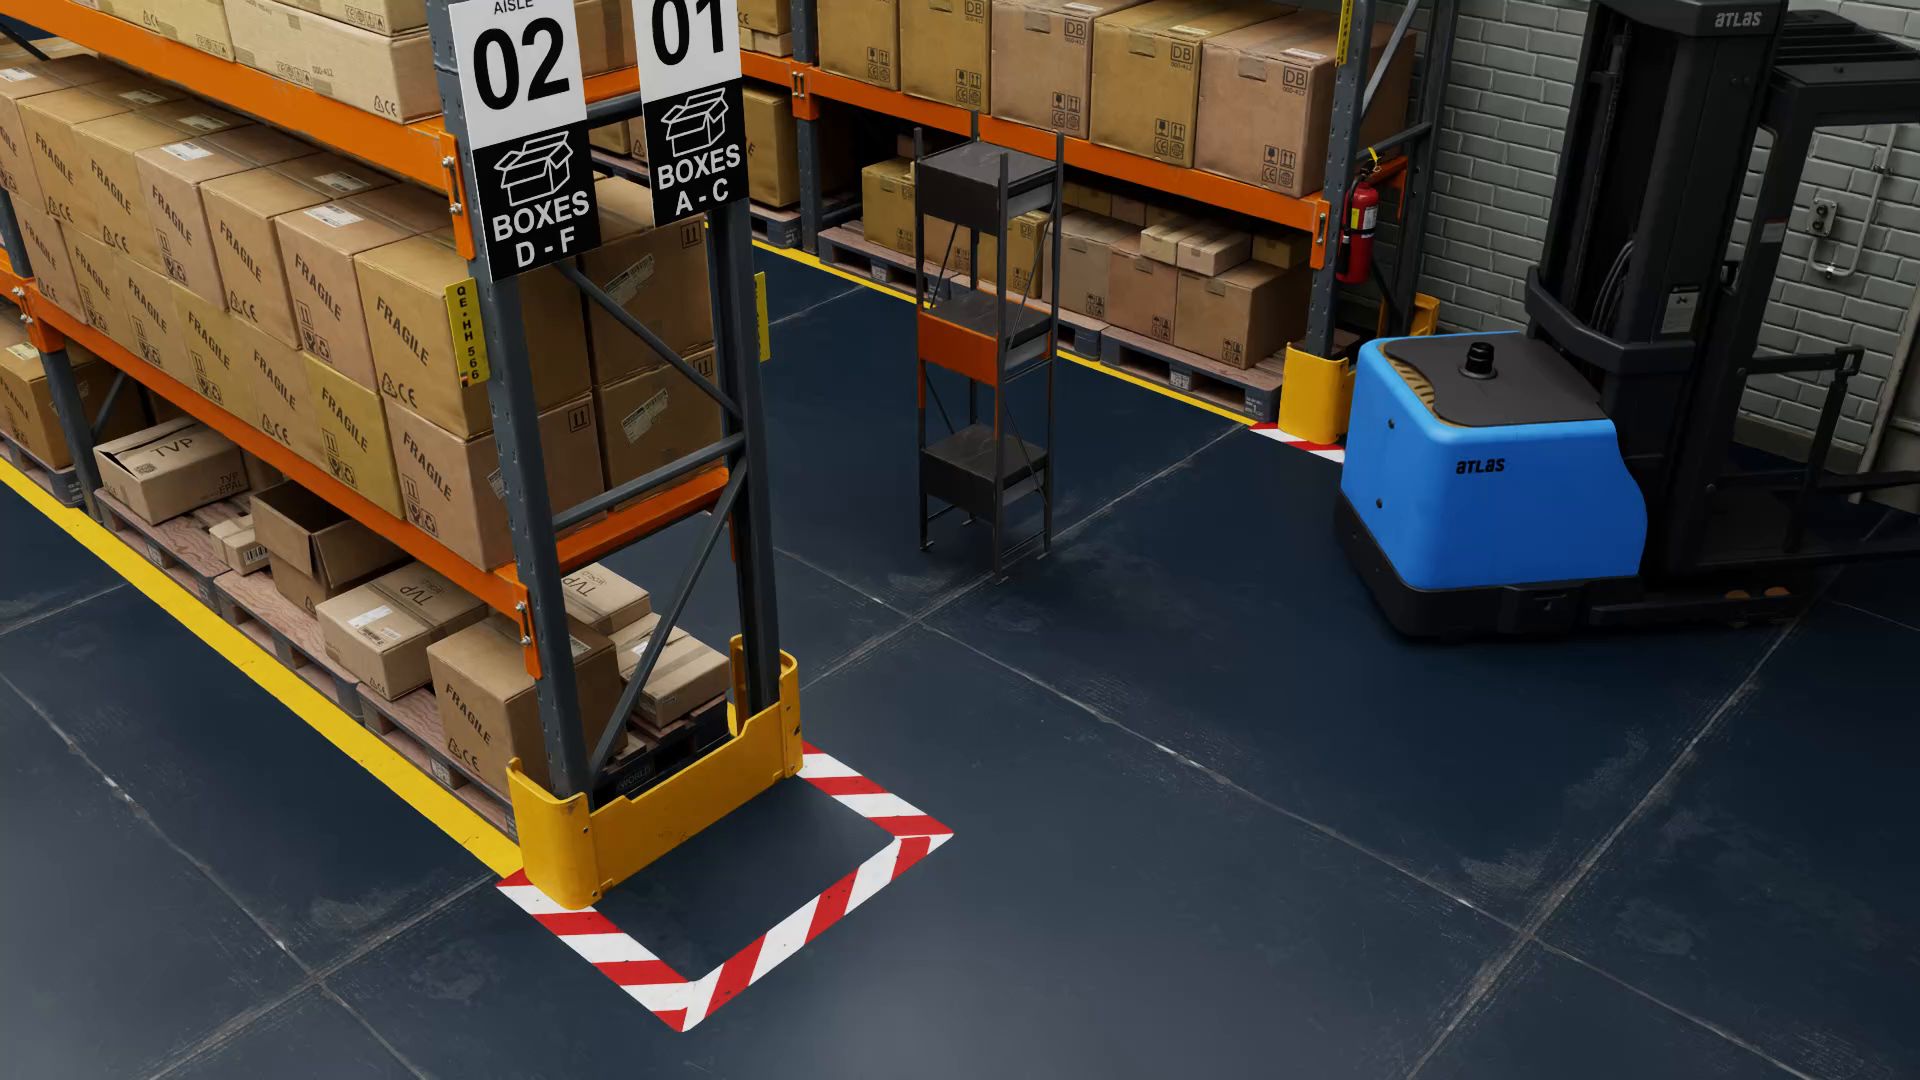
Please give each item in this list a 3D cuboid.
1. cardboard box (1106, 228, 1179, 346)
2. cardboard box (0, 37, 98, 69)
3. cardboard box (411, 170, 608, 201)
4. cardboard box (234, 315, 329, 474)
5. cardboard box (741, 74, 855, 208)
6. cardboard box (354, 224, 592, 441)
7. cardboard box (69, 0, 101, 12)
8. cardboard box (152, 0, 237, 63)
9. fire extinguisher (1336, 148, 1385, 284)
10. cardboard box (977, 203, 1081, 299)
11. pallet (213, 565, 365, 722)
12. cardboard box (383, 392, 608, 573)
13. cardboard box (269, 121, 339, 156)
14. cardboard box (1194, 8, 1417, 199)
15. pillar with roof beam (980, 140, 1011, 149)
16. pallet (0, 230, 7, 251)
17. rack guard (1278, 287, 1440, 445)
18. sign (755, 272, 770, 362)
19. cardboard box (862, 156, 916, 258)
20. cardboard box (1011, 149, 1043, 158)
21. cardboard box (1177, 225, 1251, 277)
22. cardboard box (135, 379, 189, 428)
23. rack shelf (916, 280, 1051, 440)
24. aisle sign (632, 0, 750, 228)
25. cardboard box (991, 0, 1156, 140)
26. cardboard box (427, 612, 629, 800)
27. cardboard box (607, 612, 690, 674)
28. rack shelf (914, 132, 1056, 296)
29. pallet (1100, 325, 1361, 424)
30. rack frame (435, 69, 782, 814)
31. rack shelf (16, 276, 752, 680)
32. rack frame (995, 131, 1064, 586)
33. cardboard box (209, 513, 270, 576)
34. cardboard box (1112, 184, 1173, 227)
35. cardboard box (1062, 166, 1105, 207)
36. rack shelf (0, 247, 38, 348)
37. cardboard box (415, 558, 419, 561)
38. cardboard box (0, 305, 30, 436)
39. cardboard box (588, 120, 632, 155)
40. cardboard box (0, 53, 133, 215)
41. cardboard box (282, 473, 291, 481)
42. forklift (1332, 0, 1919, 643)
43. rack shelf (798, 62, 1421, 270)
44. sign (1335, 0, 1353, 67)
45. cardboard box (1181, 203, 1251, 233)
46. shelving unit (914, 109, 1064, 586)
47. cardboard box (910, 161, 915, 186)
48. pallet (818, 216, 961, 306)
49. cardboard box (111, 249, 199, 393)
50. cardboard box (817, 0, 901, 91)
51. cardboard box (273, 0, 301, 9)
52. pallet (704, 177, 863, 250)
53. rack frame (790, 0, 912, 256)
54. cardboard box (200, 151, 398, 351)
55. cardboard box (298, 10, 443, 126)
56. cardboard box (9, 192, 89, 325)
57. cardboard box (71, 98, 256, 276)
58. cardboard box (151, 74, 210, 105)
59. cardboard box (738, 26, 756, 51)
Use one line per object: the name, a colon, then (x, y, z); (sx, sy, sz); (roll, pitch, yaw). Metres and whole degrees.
cardboard box: (1.293, -1.568, 9.962); (0.500, 0.500, 0.700); (25, 39, 35)
cardboard box: (-4.790, -2.256, 8.586); (0.700, 0.500, 0.500); (-22, 38, -32)
cardboard box: (-1.616, -1.090, 6.085); (0.500, 0.500, 0.500); (25, 39, 36)
cardboard box: (-2.339, -0.633, 6.296); (0.500, 0.500, 0.500); (25, 39, 35)
cardboard box: (-1.285, -2.900, 11.836); (0.750, 0.750, 0.750); (26, 39, 36)
cardboard box: (-1.586, -0.706, 5.448); (0.500, 0.500, 0.500); (25, 39, 35)
cardboard box: (-3.105, -2.180, 6.200); (0.500, 0.250, 0.500); (25, 39, 35)
cardboard box: (-2.372, -1.829, 5.617); (0.500, 0.250, 0.500); (25, 39, 35)
fire extinguisher: (2.052, -1.660, 8.536); (0.183, 0.674, 0.296); (25, 39, 35)
cardboard box: (0.519, -1.923, 10.553); (0.500, 0.500, 0.700); (26, 40, 36)
pallet: (-2.619, 0.285, 7.573); (1.213, 0.211, 1.003); (25, 39, 35)
cardboard box: (-1.586, -0.280, 5.709); (0.500, 0.500, 0.500); (26, 40, 36)
cardboard box: (-2.361, -1.440, 6.667); (0.500, 0.500, 0.500); (25, 39, 35)
cardboard box: (1.865, -2.383, 9.009); (0.700, 0.700, 0.980); (27, 40, 37)
pillar with roof beam: (-2.505, -4.478, 6.964); (0.400, 9.000, 9.100); (25, 39, 35)
pallet: (-4.556, -1.806, 8.528); (1.213, 0.211, 1.003); (25, 39, 35)
rack guard: (2.268, -1.002, 9.430); (0.348, 0.500, 1.175); (25, 39, 35)
sign: (-0.707, -0.764, 5.772); (0.005, 0.325, 0.100); (25, 39, 35)
cardboard box: (-0.230, -2.277, 11.140); (0.500, 0.500, 0.700); (26, 39, 36)
cardboard box: (0.384, -2.408, 10.730); (0.250, 0.149, 0.380); (24, 38, 34)
cardboard box: (1.447, -1.647, 9.465); (0.250, 0.149, 0.380); (25, 39, 35)
cardboard box: (-4.232, -0.949, 8.914); (0.500, 0.500, 0.500); (23, 38, 33)
rack shelf: (0.123, -0.831, 7.620); (0.480, 0.518, 0.431); (25, 39, 35)
aisle sign: (-0.823, -1.388, 5.127); (0.004, 0.787, 0.394); (25, 39, 35)
cardboard box: (0.759, -2.898, 9.864); (0.700, 0.700, 0.980); (23, 38, 33)
cardboard box: (-1.639, 0.602, 6.338); (0.500, 0.500, 0.500); (25, 39, 35)
cardboard box: (-1.336, 0.477, 6.871); (0.250, 0.166, 0.380); (25, 39, 35)
rack shelf: (0.123, -1.430, 7.259); (0.480, 0.518, 0.431); (25, 39, 35)
pallet: (1.605, -1.134, 9.929); (1.213, 0.211, 1.003); (25, 39, 35)
rack frame: (-1.071, -0.186, 5.651); (0.127, 3.000, 1.000); (25, 39, 35)
rack shelf: (-2.554, -0.570, 6.986); (4.000, 0.370, 1.077); (25, 39, 35)
rack frame: (0.304, -0.758, 7.473); (0.015, 2.100, 0.400); (25, 39, 35)
cardboard box: (-3.223, -0.021, 7.698); (0.250, 0.166, 0.380); (25, 39, 35)
cardboard box: (1.141, -2.055, 10.143); (0.250, 0.149, 0.380); (26, 39, 36)
cardboard box: (0.762, -2.232, 10.436); (0.250, 0.149, 0.380); (24, 39, 34)
rack shelf: (-5.520, -1.954, 9.286); (4.000, 0.370, 1.077); (25, 39, 35)
cardboard box: (-2.025, 0.161, 7.314); (0.500, 0.250, 0.500); (25, 39, 35)
cardboard box: (-4.956, -0.923, 8.873); (0.500, 0.500, 0.500); (25, 39, 35)
cardboard box: (-2.579, -3.499, 12.831); (0.750, 0.750, 0.750); (25, 39, 35)
cardboard box: (-3.876, -1.771, 7.217); (0.500, 0.500, 0.500); (26, 40, 36)
cardboard box: (-2.868, -0.259, 7.952); (0.500, 0.311, 0.500); (25, 39, 35)
forklift: (3.392, -1.128, 7.281); (3.031, 2.935, 1.130); (-4, 31, -7)
rack shelf: (0.767, -2.466, 10.135); (4.000, 0.370, 1.077); (25, 39, 35)
sign: (1.876, -2.476, 8.103); (0.005, 0.325, 0.100); (25, 39, 35)
cardboard box: (1.515, -1.881, 9.853); (0.250, 0.149, 0.380); (25, 39, 35)
shelving unit: (0.123, -0.842, 7.613); (0.503, 2.100, 0.431); (25, 39, 35)
cardboard box: (-0.098, -2.366, 10.660); (0.250, 0.149, 0.380); (27, 40, 37)
pallet: (-0.204, -1.978, 11.331); (1.213, 0.211, 1.003); (25, 39, 35)
cardboard box: (-3.091, -0.983, 6.877); (0.500, 0.500, 0.500); (25, 39, 35)
cardboard box: (-0.324, -3.400, 10.699); (0.700, 0.700, 0.980); (26, 39, 36)
cardboard box: (-1.994, -1.874, 5.207); (0.500, 0.250, 0.500); (25, 39, 35)
pallet: (-1.338, -2.509, 12.214); (1.213, 0.211, 1.003); (25, 39, 35)
rack frame: (-0.715, -3.466, 11.099); (0.127, 3.000, 1.000); (25, 39, 35)
cardboard box: (-2.348, -1.058, 6.033); (0.500, 0.500, 0.500); (26, 40, 36)
cardboard box: (-1.629, -1.484, 5.044); (0.500, 0.250, 0.500); (25, 39, 35)
cardboard box: (-3.842, -1.333, 7.458); (0.500, 0.500, 0.500); (26, 40, 36)
cardboard box: (-3.113, -1.414, 6.625); (0.500, 0.500, 0.500); (24, 38, 34)
cardboard box: (-3.106, -1.789, 7.247); (0.500, 0.500, 0.500); (24, 39, 34)
cardboard box: (-1.359, -3.454, 11.303); (0.250, 0.149, 0.380); (26, 40, 36)
